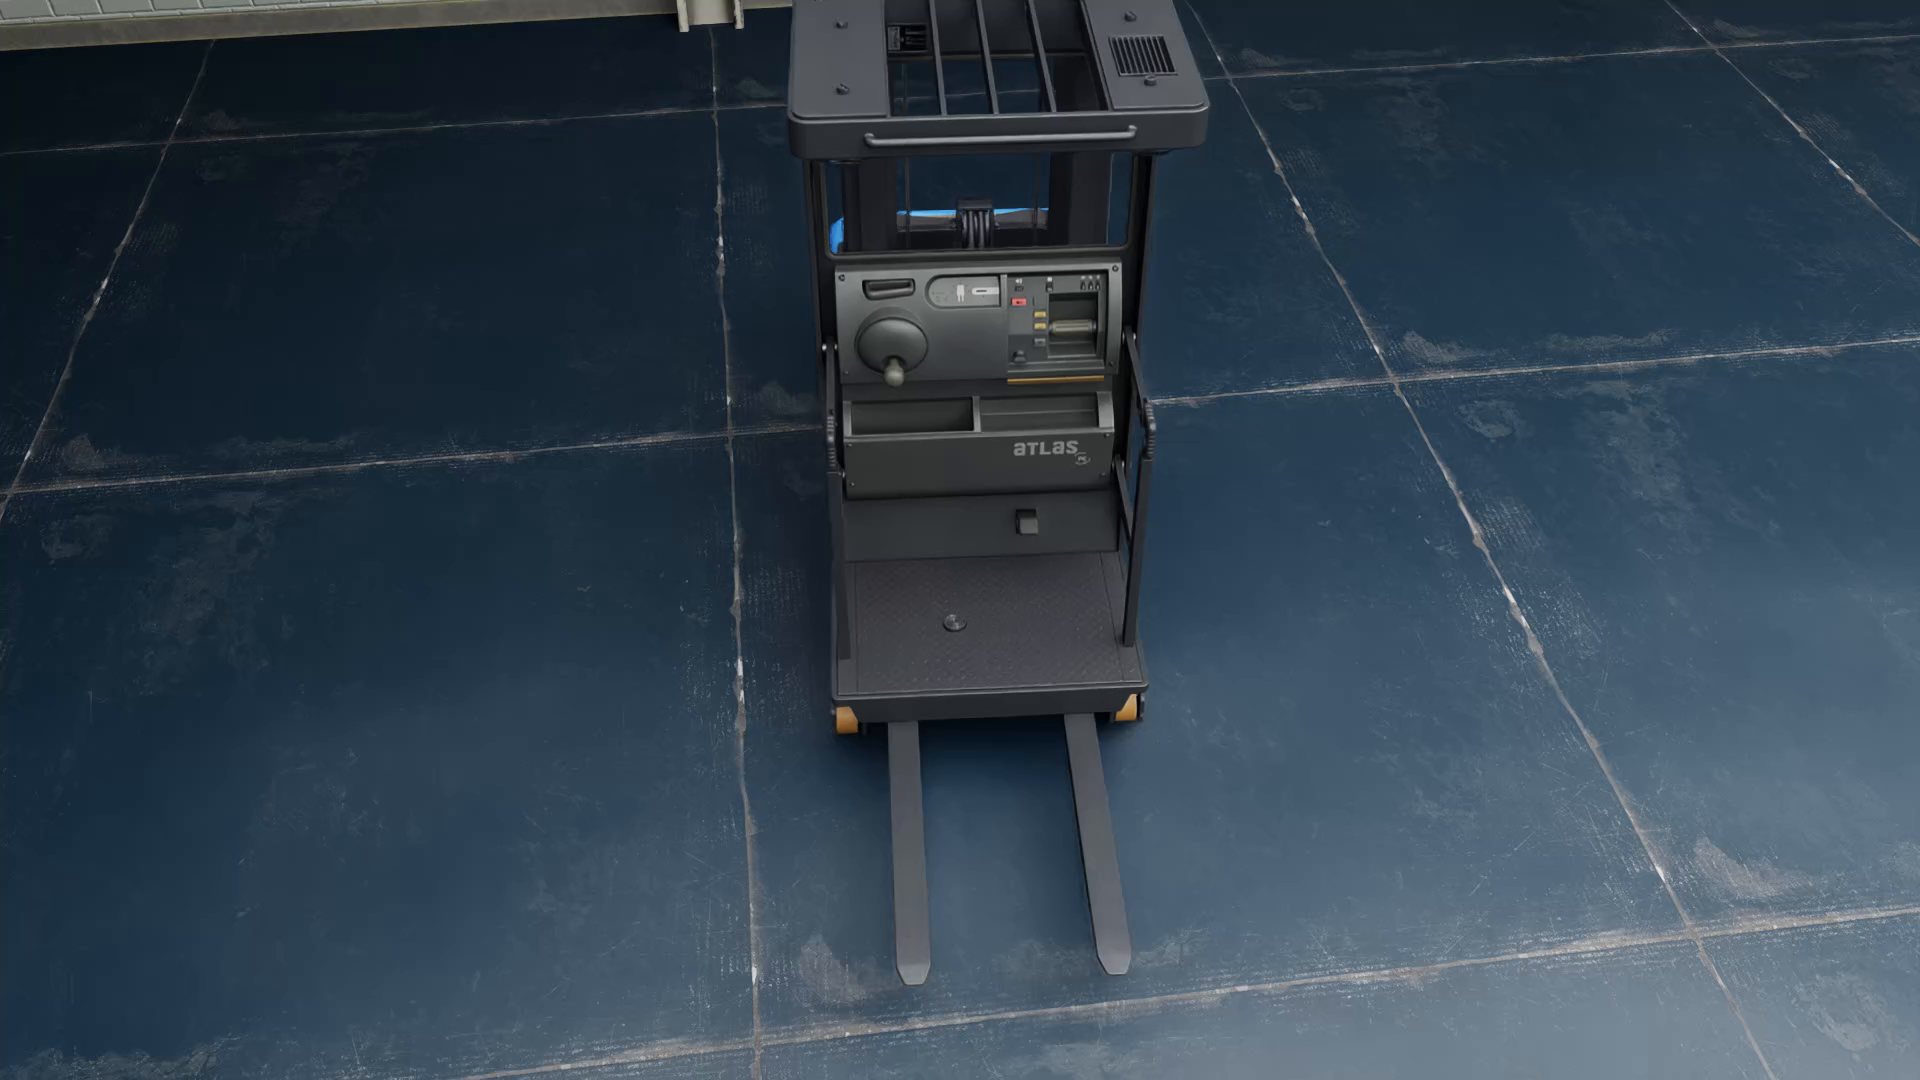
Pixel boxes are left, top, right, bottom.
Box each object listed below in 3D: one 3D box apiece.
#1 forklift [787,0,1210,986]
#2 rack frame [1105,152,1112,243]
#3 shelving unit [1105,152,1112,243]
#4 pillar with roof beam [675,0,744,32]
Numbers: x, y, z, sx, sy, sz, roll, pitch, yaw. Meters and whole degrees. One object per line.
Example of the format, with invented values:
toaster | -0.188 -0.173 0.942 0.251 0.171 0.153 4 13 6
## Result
forklift | 0.078 -0.623 5.252 1.130 2.935 3.031 -2 42 -3
rack frame | 0.606 -1.300 7.071 0.032 1.500 0.500 4 42 4
shelving unit | 0.101 -1.334 7.109 1.048 1.500 0.538 4 42 4
pillar with roof beam | -0.988 -3.721 4.157 0.400 9.000 9.100 -5 42 -6
